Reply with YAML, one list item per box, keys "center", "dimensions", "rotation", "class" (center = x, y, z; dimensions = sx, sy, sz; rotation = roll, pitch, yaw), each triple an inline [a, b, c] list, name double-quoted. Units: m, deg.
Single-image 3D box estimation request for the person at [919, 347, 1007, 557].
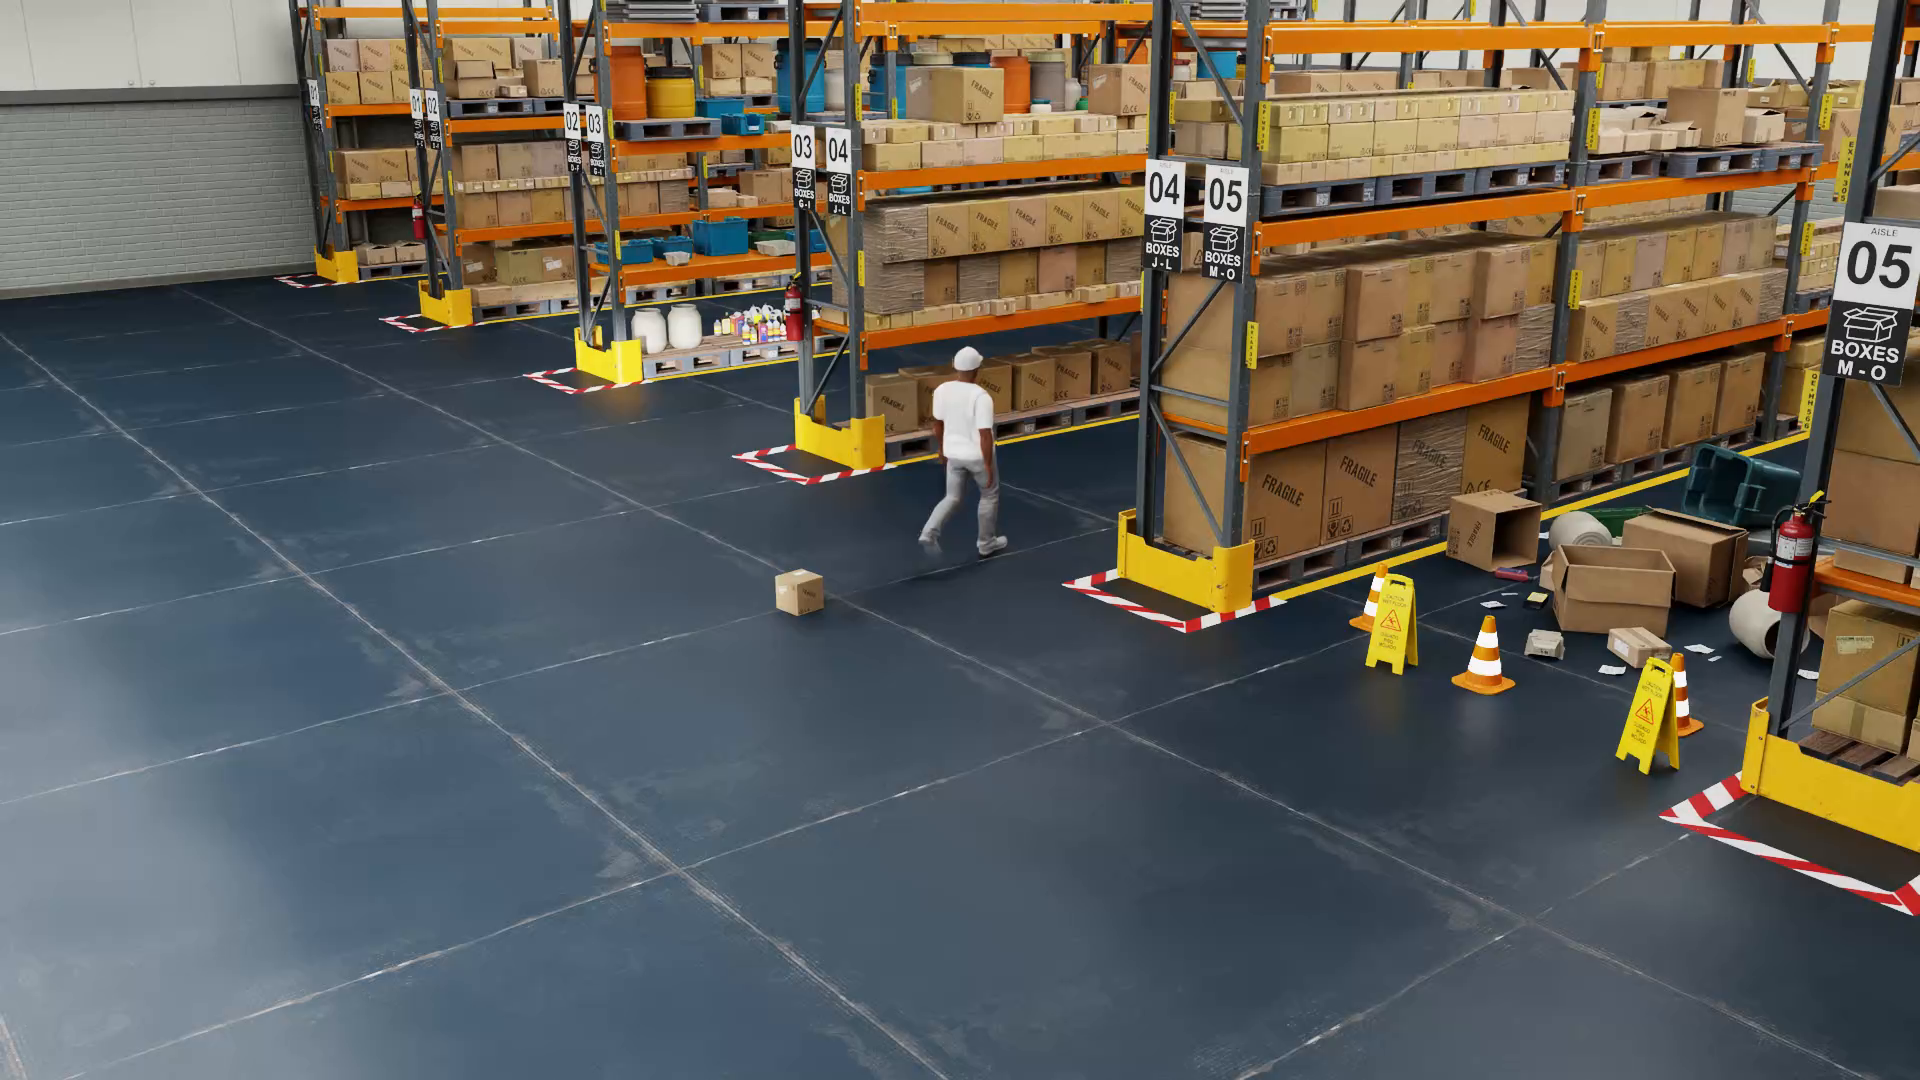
- center: [0.040, -0.675, 13.137]
  dimensions: [0.591, 1.732, 0.906]
  rotation: [11, 21, 31]
  class: "person"
